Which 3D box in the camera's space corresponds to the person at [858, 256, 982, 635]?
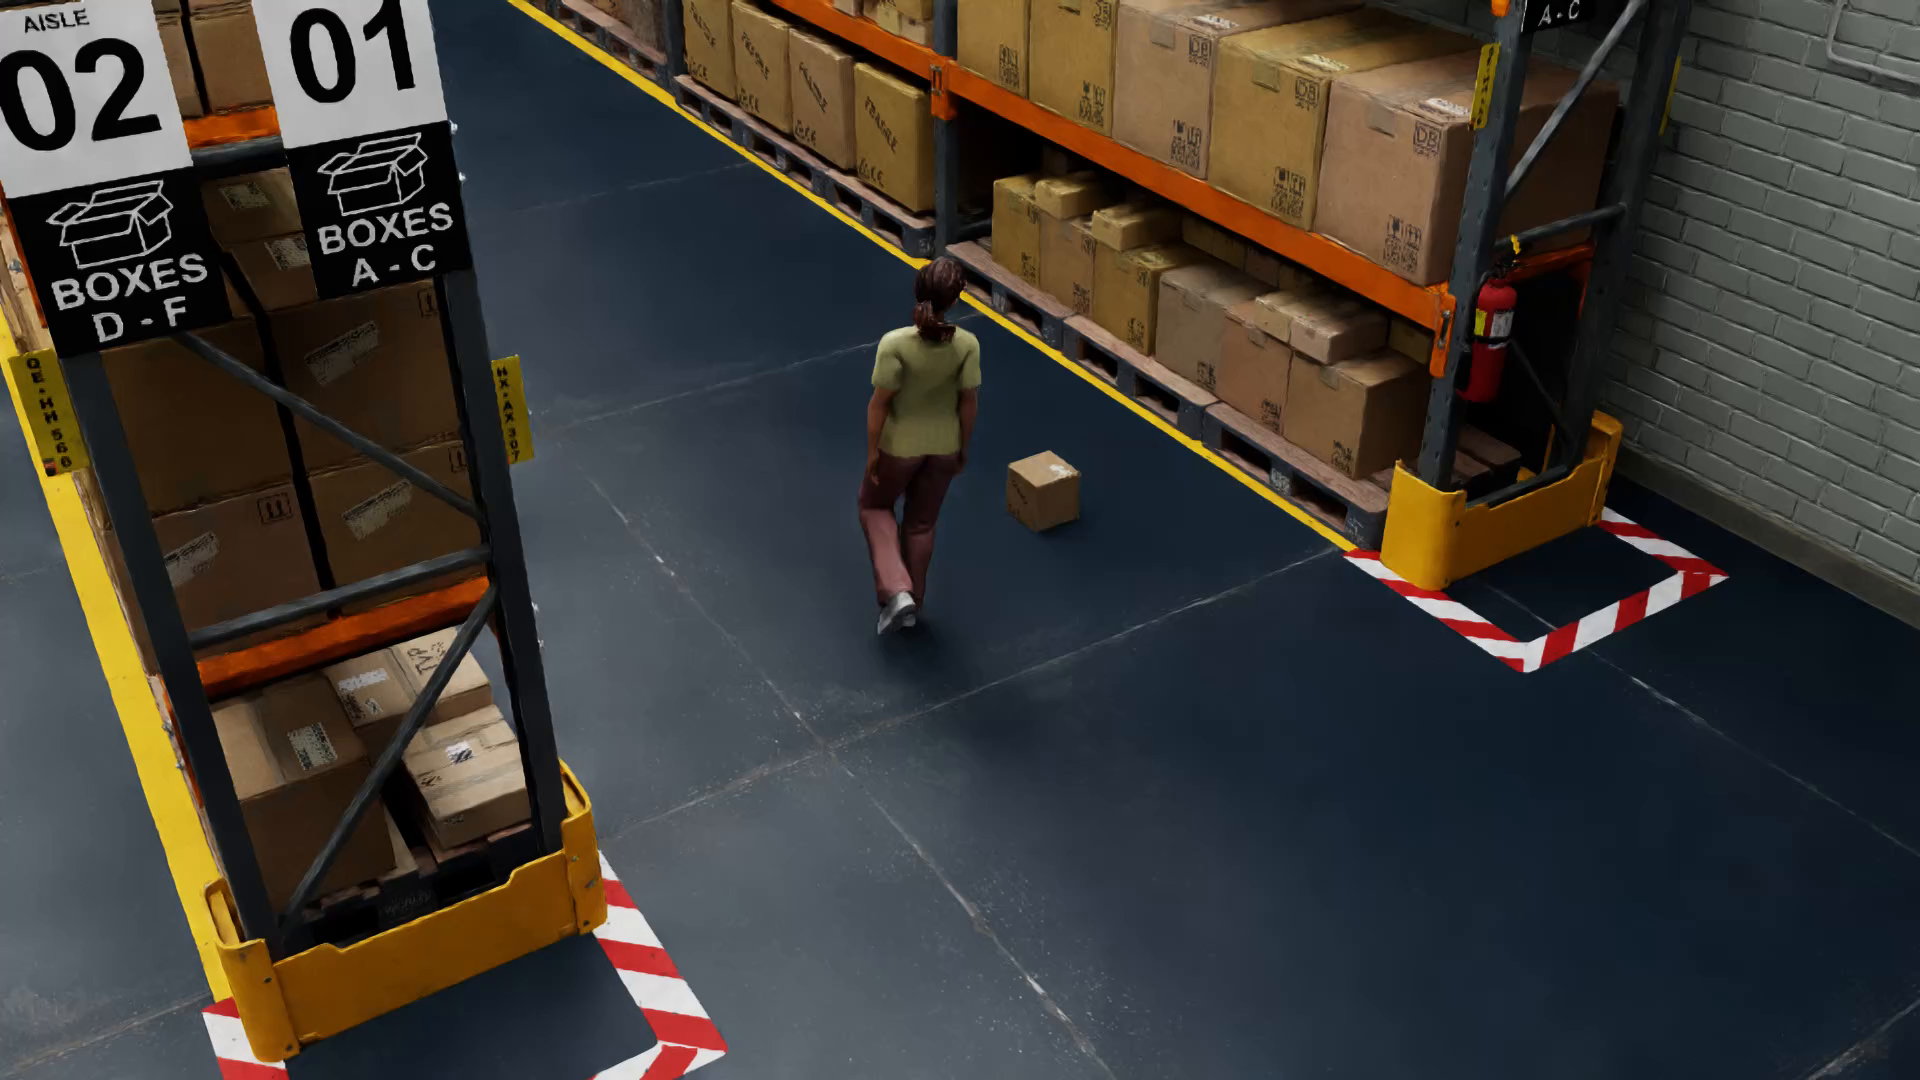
[{"bbox_3d":[-0.153,-0.348,6.658,0.474,1.653,0.547,-8,34,-12],"label":"person"}]
